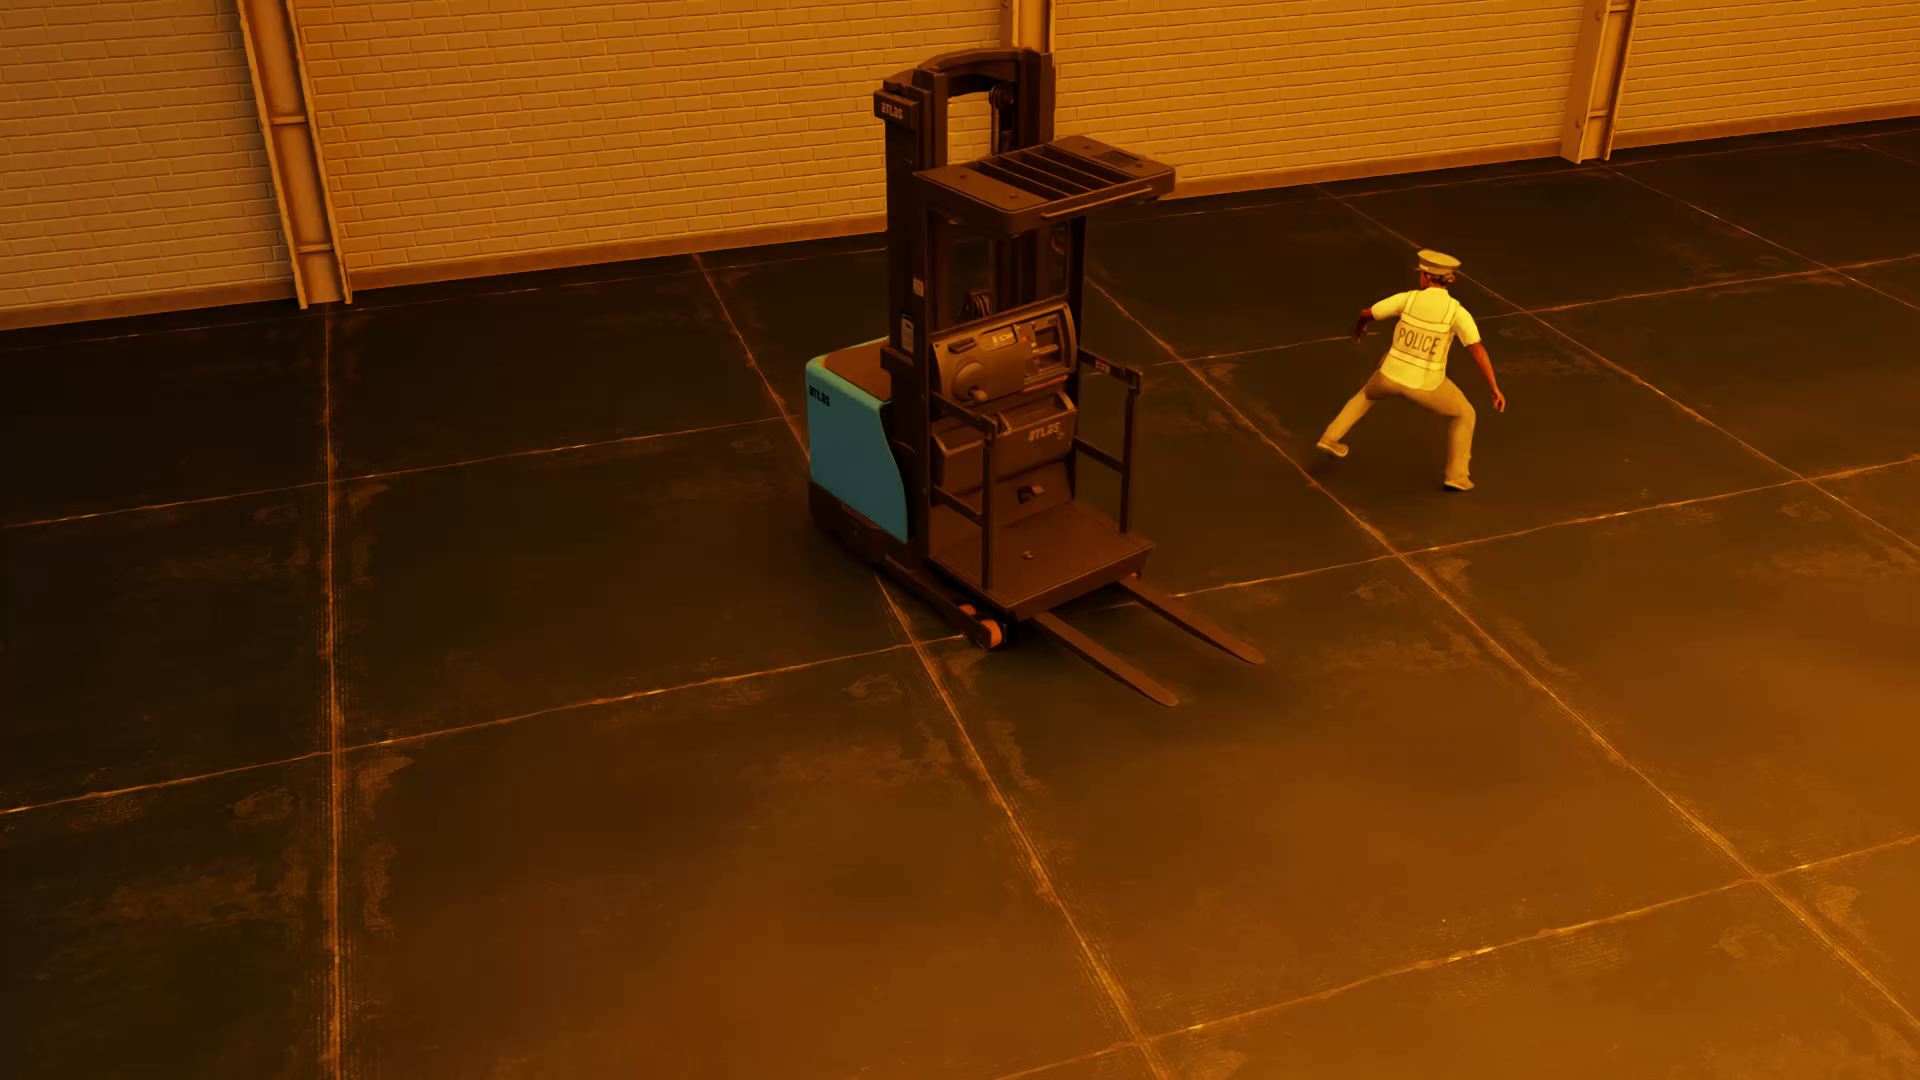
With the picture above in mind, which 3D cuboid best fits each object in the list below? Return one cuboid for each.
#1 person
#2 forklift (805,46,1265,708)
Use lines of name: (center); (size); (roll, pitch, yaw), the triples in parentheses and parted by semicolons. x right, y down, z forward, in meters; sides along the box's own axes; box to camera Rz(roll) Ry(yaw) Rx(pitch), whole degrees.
person: (2.882, -1.009, 10.350); (1.109, 1.570, 0.479); (18, 35, 28)
forklift: (0.376, -0.957, 8.750); (1.130, 2.935, 3.031); (-21, 36, -32)
